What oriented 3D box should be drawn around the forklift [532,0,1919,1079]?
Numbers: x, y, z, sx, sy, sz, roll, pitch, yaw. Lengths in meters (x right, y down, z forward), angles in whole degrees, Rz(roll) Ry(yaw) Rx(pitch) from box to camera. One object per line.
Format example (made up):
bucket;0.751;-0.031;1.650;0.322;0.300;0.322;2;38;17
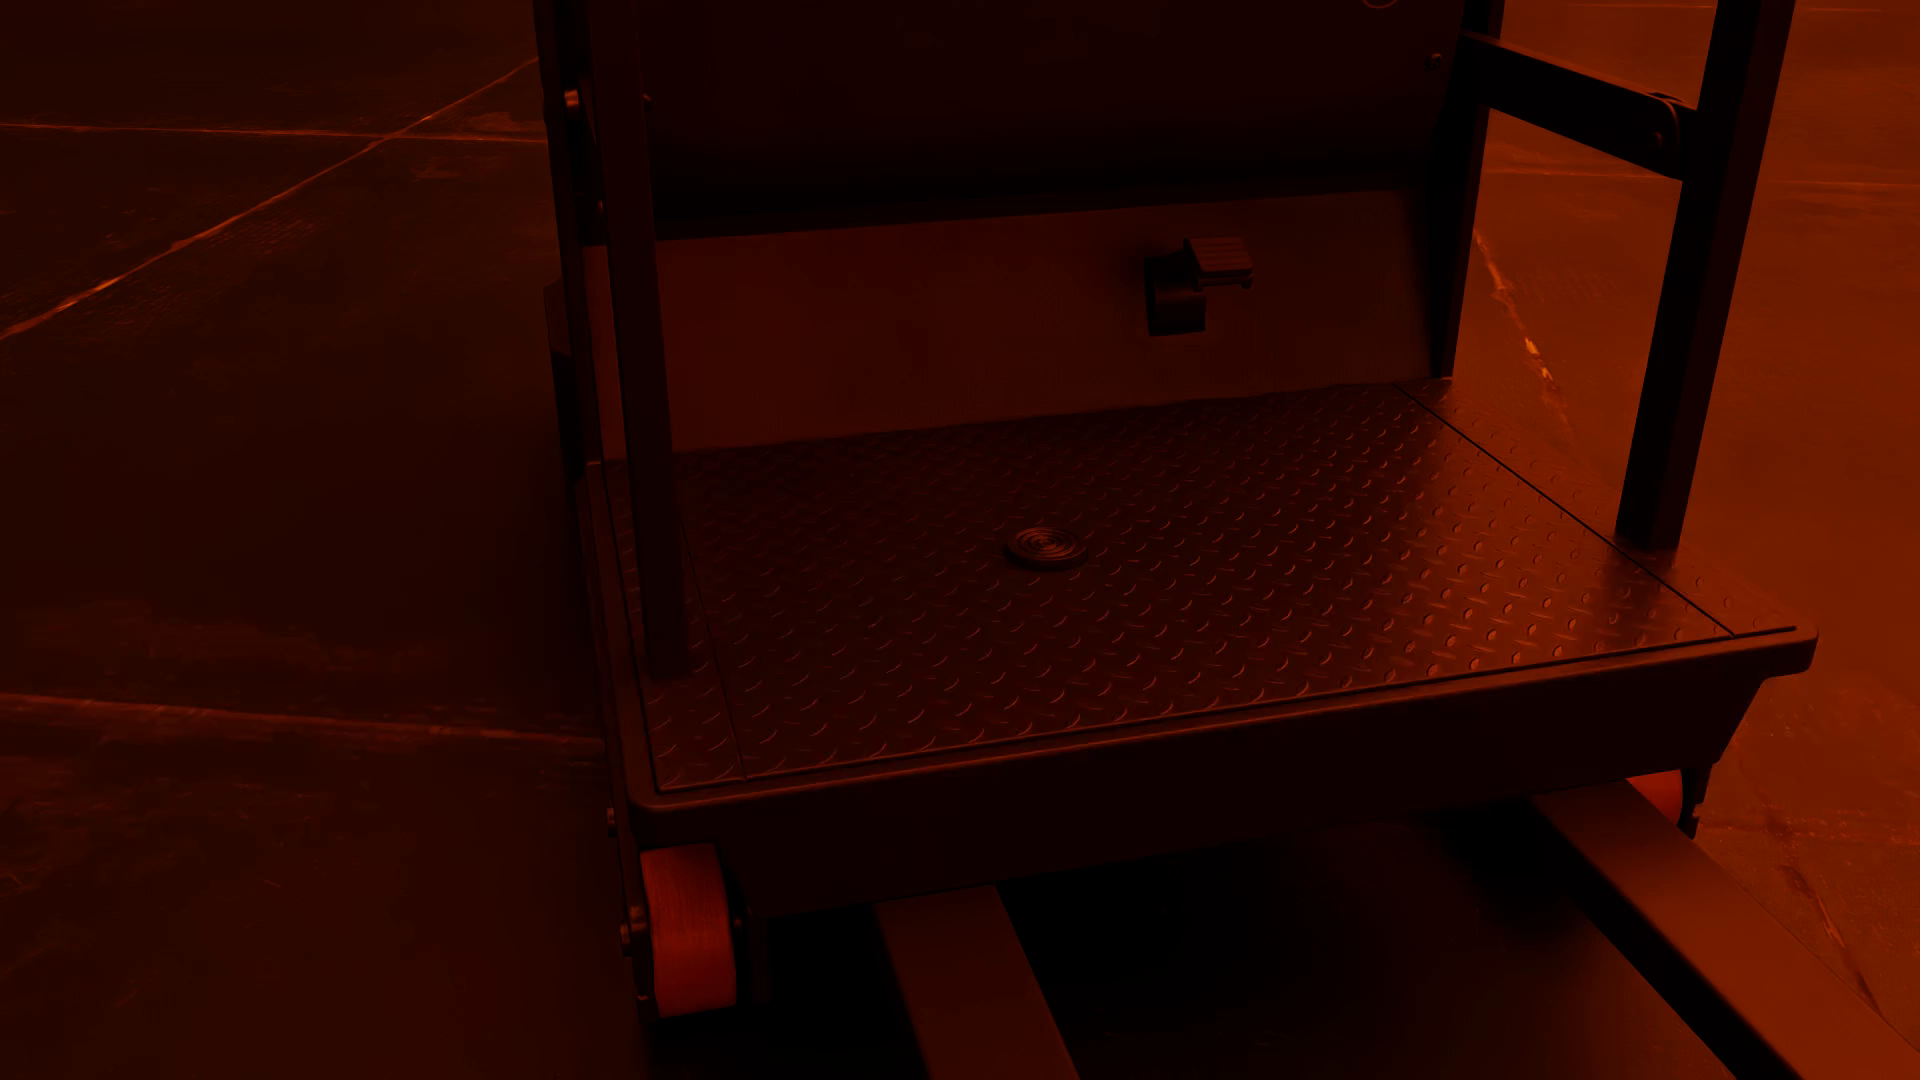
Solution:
forklift;0.153;-1.049;1.319;1.130;2.935;3.031;-7;27;-13
